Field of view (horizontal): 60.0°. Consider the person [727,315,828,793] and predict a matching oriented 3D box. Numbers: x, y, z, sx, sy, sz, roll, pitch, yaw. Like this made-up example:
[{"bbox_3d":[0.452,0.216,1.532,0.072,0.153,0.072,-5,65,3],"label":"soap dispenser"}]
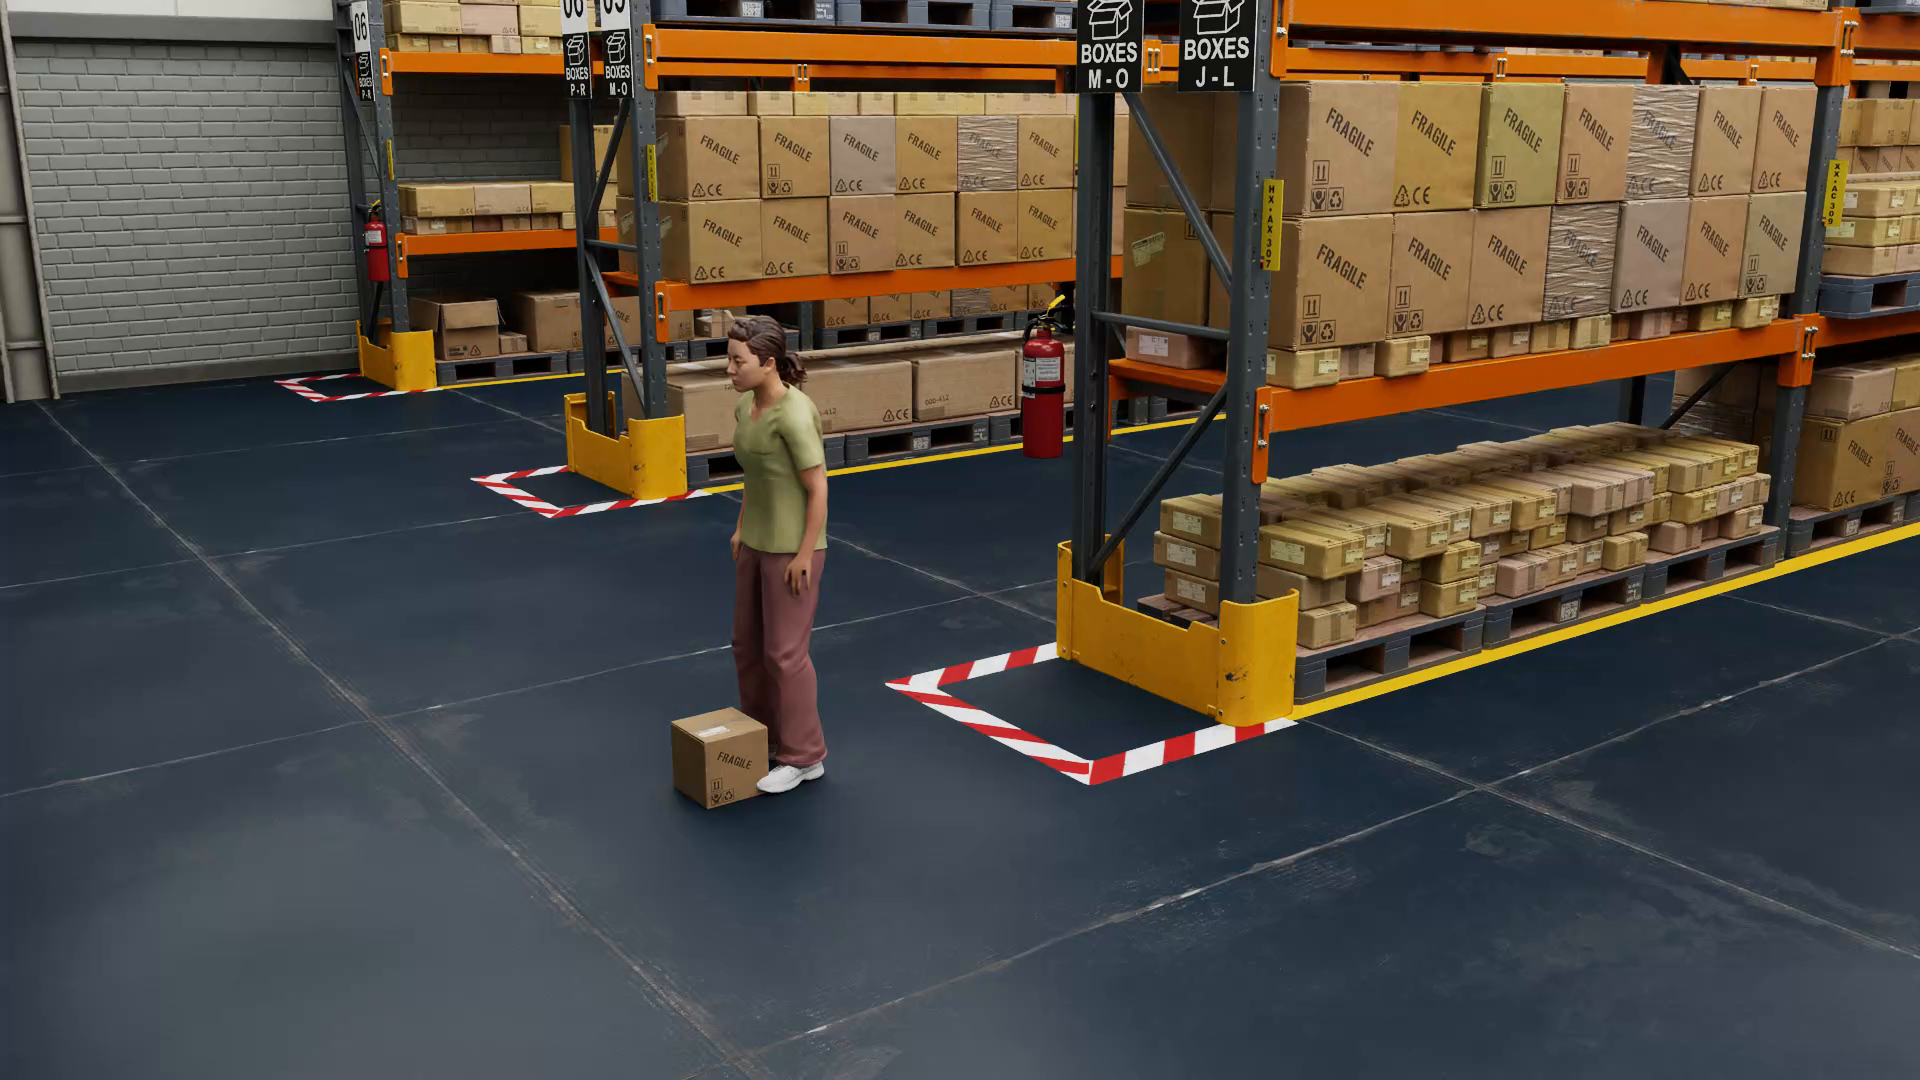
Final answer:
[{"bbox_3d":[-0.656,0.052,5.856,0.357,1.650,0.499,-10,18,-34],"label":"person"}]
